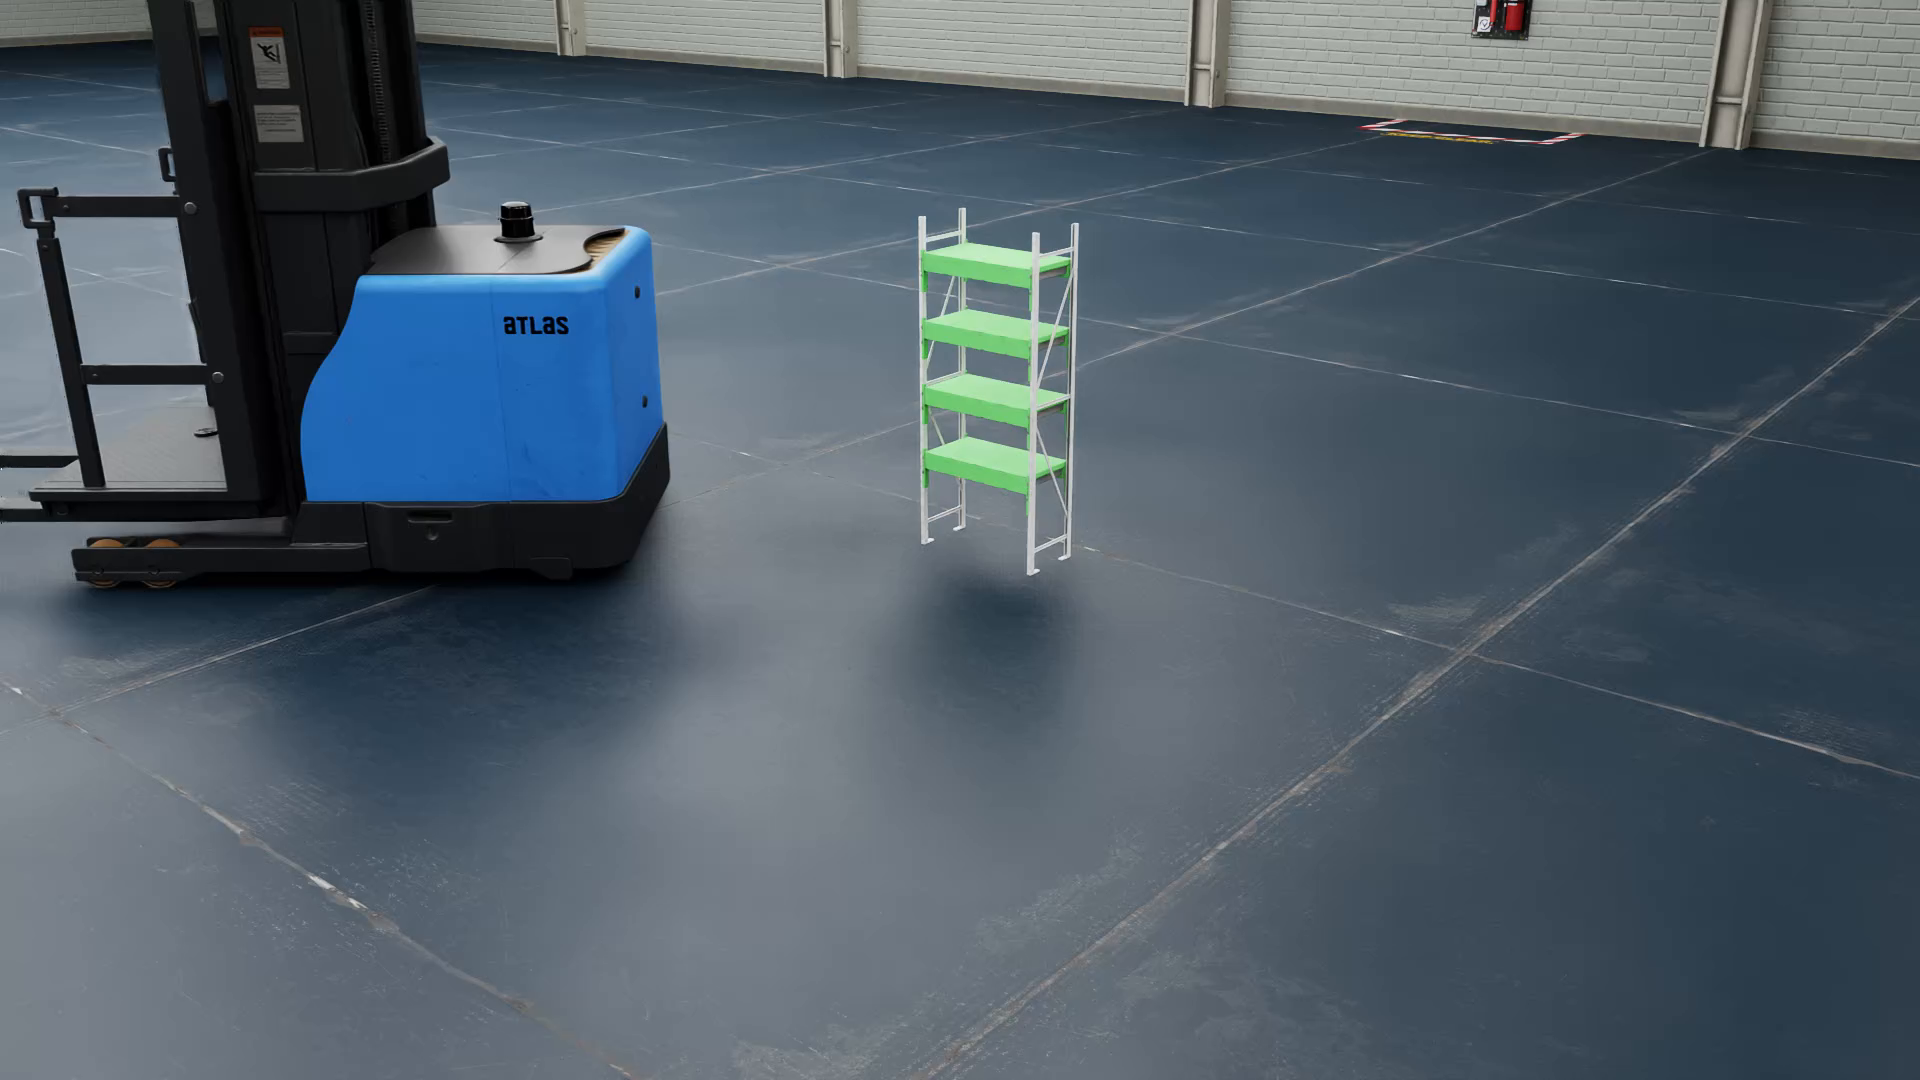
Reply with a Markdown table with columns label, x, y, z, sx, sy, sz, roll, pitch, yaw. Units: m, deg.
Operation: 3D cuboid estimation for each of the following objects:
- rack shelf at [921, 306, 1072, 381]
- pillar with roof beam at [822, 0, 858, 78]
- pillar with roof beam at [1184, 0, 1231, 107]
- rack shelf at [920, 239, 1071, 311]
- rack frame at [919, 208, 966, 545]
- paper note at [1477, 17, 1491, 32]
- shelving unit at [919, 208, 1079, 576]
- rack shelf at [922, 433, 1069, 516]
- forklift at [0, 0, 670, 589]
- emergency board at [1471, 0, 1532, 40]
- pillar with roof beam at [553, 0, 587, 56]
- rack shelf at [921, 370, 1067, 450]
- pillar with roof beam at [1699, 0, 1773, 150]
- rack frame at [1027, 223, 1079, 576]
| label | x | y | z | sx | sy | sz | roll | pitch | yaw |
| --- | --- | --- | --- | --- | --- | --- | --- | --- | --- |
| rack shelf | 0.128 | -0.689 | 5.796 | 0.480 | 0.148 | 0.258 | 16 | 26 | 36 |
| pillar with roof beam | -4.411 | -9.629 | 18.950 | 0.400 | 9.000 | 9.100 | 16 | 26 | 36 |
| pillar with roof beam | 0.238 | -8.291 | 15.400 | 0.400 | 9.000 | 9.100 | 16 | 26 | 36 |
| rack shelf | 0.128 | -0.914 | 5.712 | 0.480 | 0.148 | 0.258 | 16 | 26 | 36 |
| rack frame | -0.061 | -0.579 | 6.003 | 0.015 | 1.200 | 0.240 | 16 | 26 | 36 |
| paper note | 5.624 | -5.530 | 17.829 | 0.142 | 0.148 | 0.016 | 16 | 26 | 36 |
| shelving unit | 0.128 | -0.524 | 5.859 | 0.503 | 1.200 | 0.258 | 16 | 26 | 36 |
| rack shelf | 0.128 | -0.240 | 5.966 | 0.480 | 0.148 | 0.258 | 16 | 26 | 36 |
| forklift | -2.663 | -1.391 | 5.703 | 3.031 | 2.935 | 1.130 | 0 | 21 | 0 |
| emergency board | 5.718 | -5.884 | 17.519 | 0.643 | 1.169 | 0.194 | 16 | 26 | 36 |
| pillar with roof beam | -9.059 | -10.968 | 22.500 | 0.400 | 9.000 | 9.100 | 16 | 26 | 36 |
| rack shelf | 0.128 | -0.465 | 5.881 | 0.480 | 0.148 | 0.258 | 16 | 26 | 36 |
| pillar with roof beam | 4.886 | -6.952 | 11.850 | 0.400 | 9.000 | 9.100 | 16 | 26 | 36 |
| rack frame | 0.317 | -0.470 | 5.714 | 0.015 | 1.200 | 0.240 | 16 | 26 | 36 |
